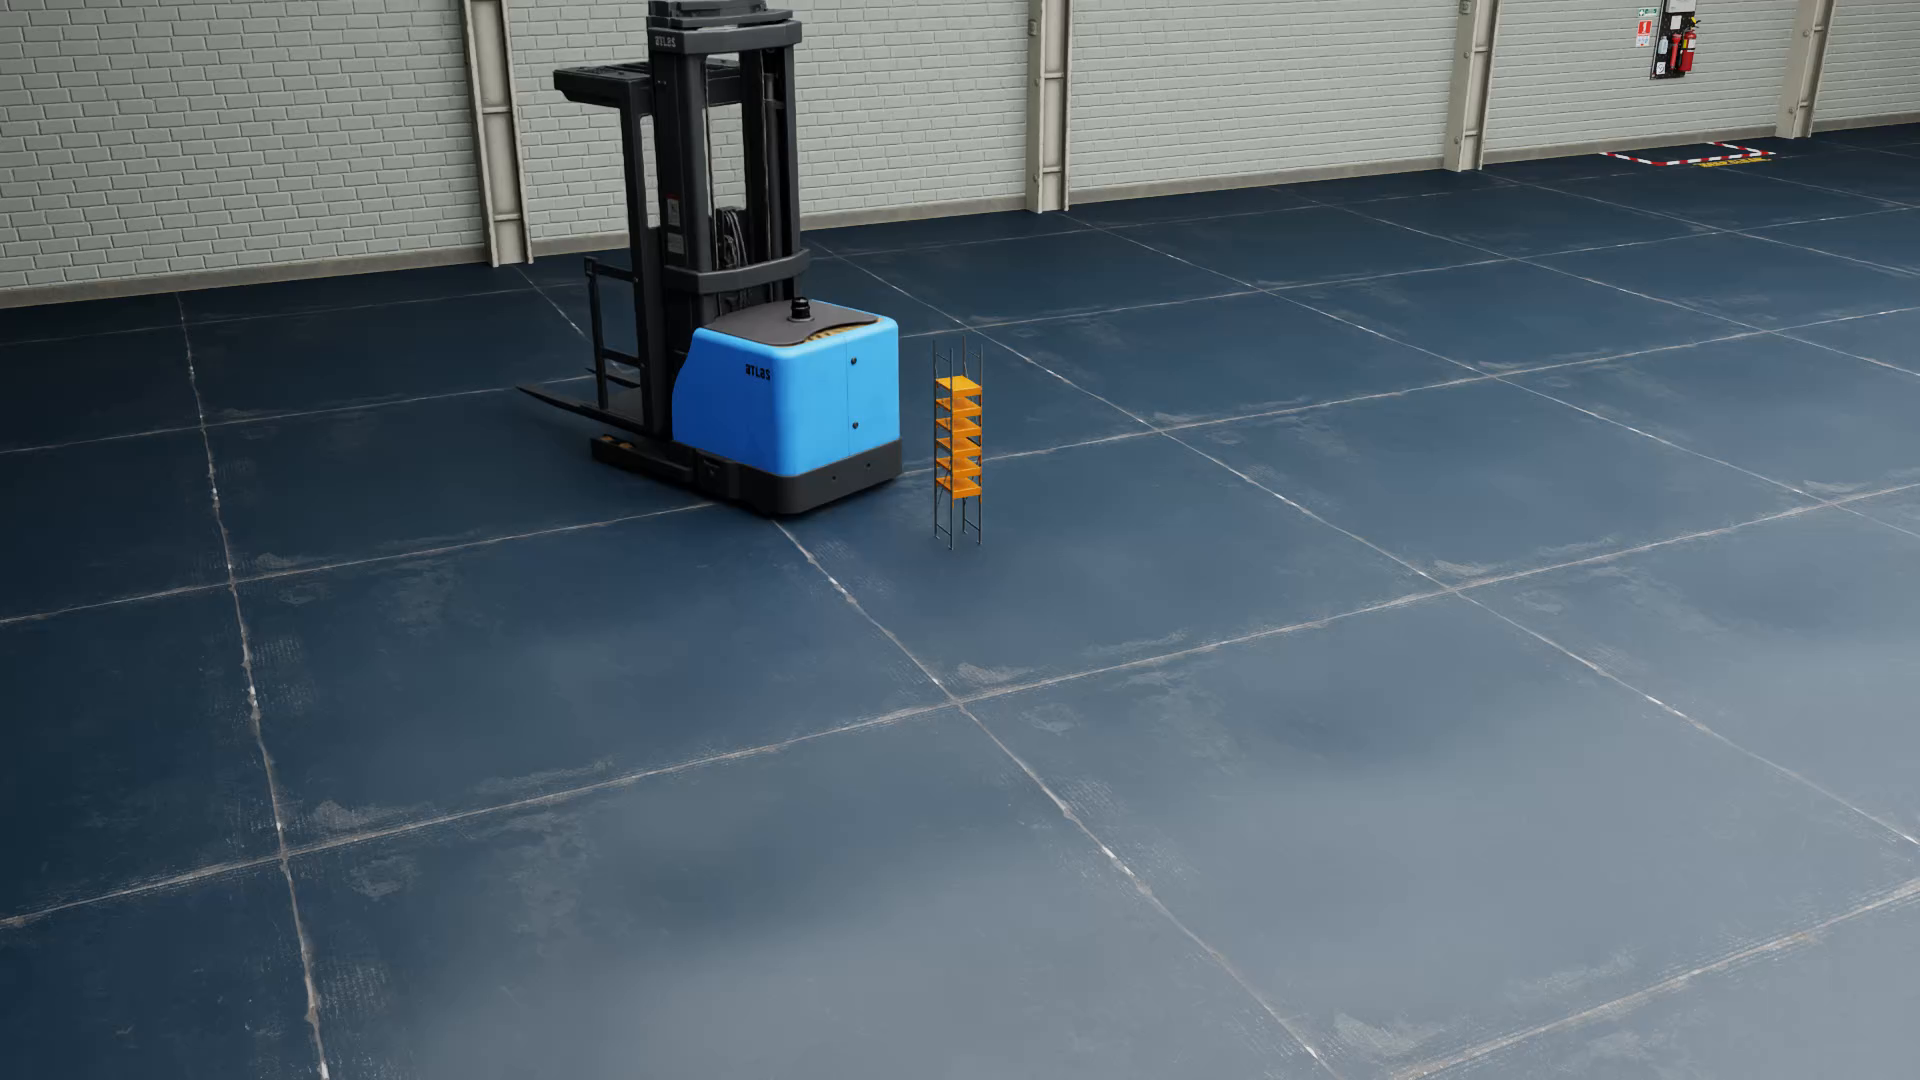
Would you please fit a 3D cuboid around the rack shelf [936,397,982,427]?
[{"bbox_3d":[-0.013,-0.733,9.440,0.180,0.103,0.258,-10,25,-24],"label":"rack shelf"}]

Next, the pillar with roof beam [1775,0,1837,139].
[{"bbox_3d":[13.659,-8.397,18.269,0.400,9.000,9.100,-10,25,-24],"label":"pillar with roof beam"}]

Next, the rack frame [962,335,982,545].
[{"bbox_3d":[0.069,-0.567,9.551,0.006,1.200,0.240,-10,25,-24],"label":"rack frame"}]

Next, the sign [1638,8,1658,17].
[{"bbox_3d":[9.014,-6.915,21.793,0.331,0.109,0.001,-10,25,-24],"label":"sign"}]

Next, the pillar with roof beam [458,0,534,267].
[{"bbox_3d":[-2.560,-5.411,11.056,0.400,9.000,9.100,-10,25,-24],"label":"pillar with roof beam"}]

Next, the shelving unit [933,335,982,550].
[{"bbox_3d":[-0.013,-0.552,9.515,0.189,1.200,0.258,-10,25,-24],"label":"shelving unit"}]

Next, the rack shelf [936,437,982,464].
[{"bbox_3d":[-0.013,-0.511,9.532,0.180,0.103,0.258,-10,25,-24],"label":"rack shelf"}]

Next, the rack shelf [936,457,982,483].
[{"bbox_3d":[-0.013,-0.400,9.578,0.180,0.103,0.258,-10,25,-24],"label":"rack shelf"}]

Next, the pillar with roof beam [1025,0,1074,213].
[{"bbox_3d":[2.847,-6.406,13.461,0.400,9.000,9.100,-10,25,-24],"label":"pillar with roof beam"}]

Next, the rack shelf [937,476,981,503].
[{"bbox_3d":[-0.013,-0.289,9.623,0.180,0.103,0.258,-10,25,-24],"label":"rack shelf"}]

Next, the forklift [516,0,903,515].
[{"bbox_3d":[-1.805,-1.957,10.647,3.031,2.935,1.130,19,29,38],"label":"forklift"}]

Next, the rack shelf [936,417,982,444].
[{"bbox_3d":[-0.013,-0.622,9.486,0.180,0.103,0.258,-10,25,-24],"label":"rack shelf"}]

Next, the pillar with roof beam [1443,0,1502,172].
[{"bbox_3d":[8.253,-7.401,15.865,0.400,9.000,9.100,-10,25,-24],"label":"pillar with roof beam"}]

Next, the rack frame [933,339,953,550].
[{"bbox_3d":[-0.095,-0.537,9.478,0.006,1.200,0.240,-10,25,-24],"label":"rack frame"}]

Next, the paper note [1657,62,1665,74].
[{"bbox_3d":[9.360,-6.299,22.197,0.142,0.148,0.016,-10,25,-24],"label":"paper note"}]

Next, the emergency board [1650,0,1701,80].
[{"bbox_3d":[9.549,-6.712,22.042,0.643,1.169,0.194,-10,25,-24],"label":"emergency board"}]

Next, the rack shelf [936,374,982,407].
[{"bbox_3d":[-0.013,-0.844,9.394,0.180,0.103,0.258,-10,25,-24],"label":"rack shelf"}]

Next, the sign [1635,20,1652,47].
[{"bbox_3d":[9.006,-6.672,21.900,0.234,0.329,0.001,-10,25,-24],"label":"sign"}]
